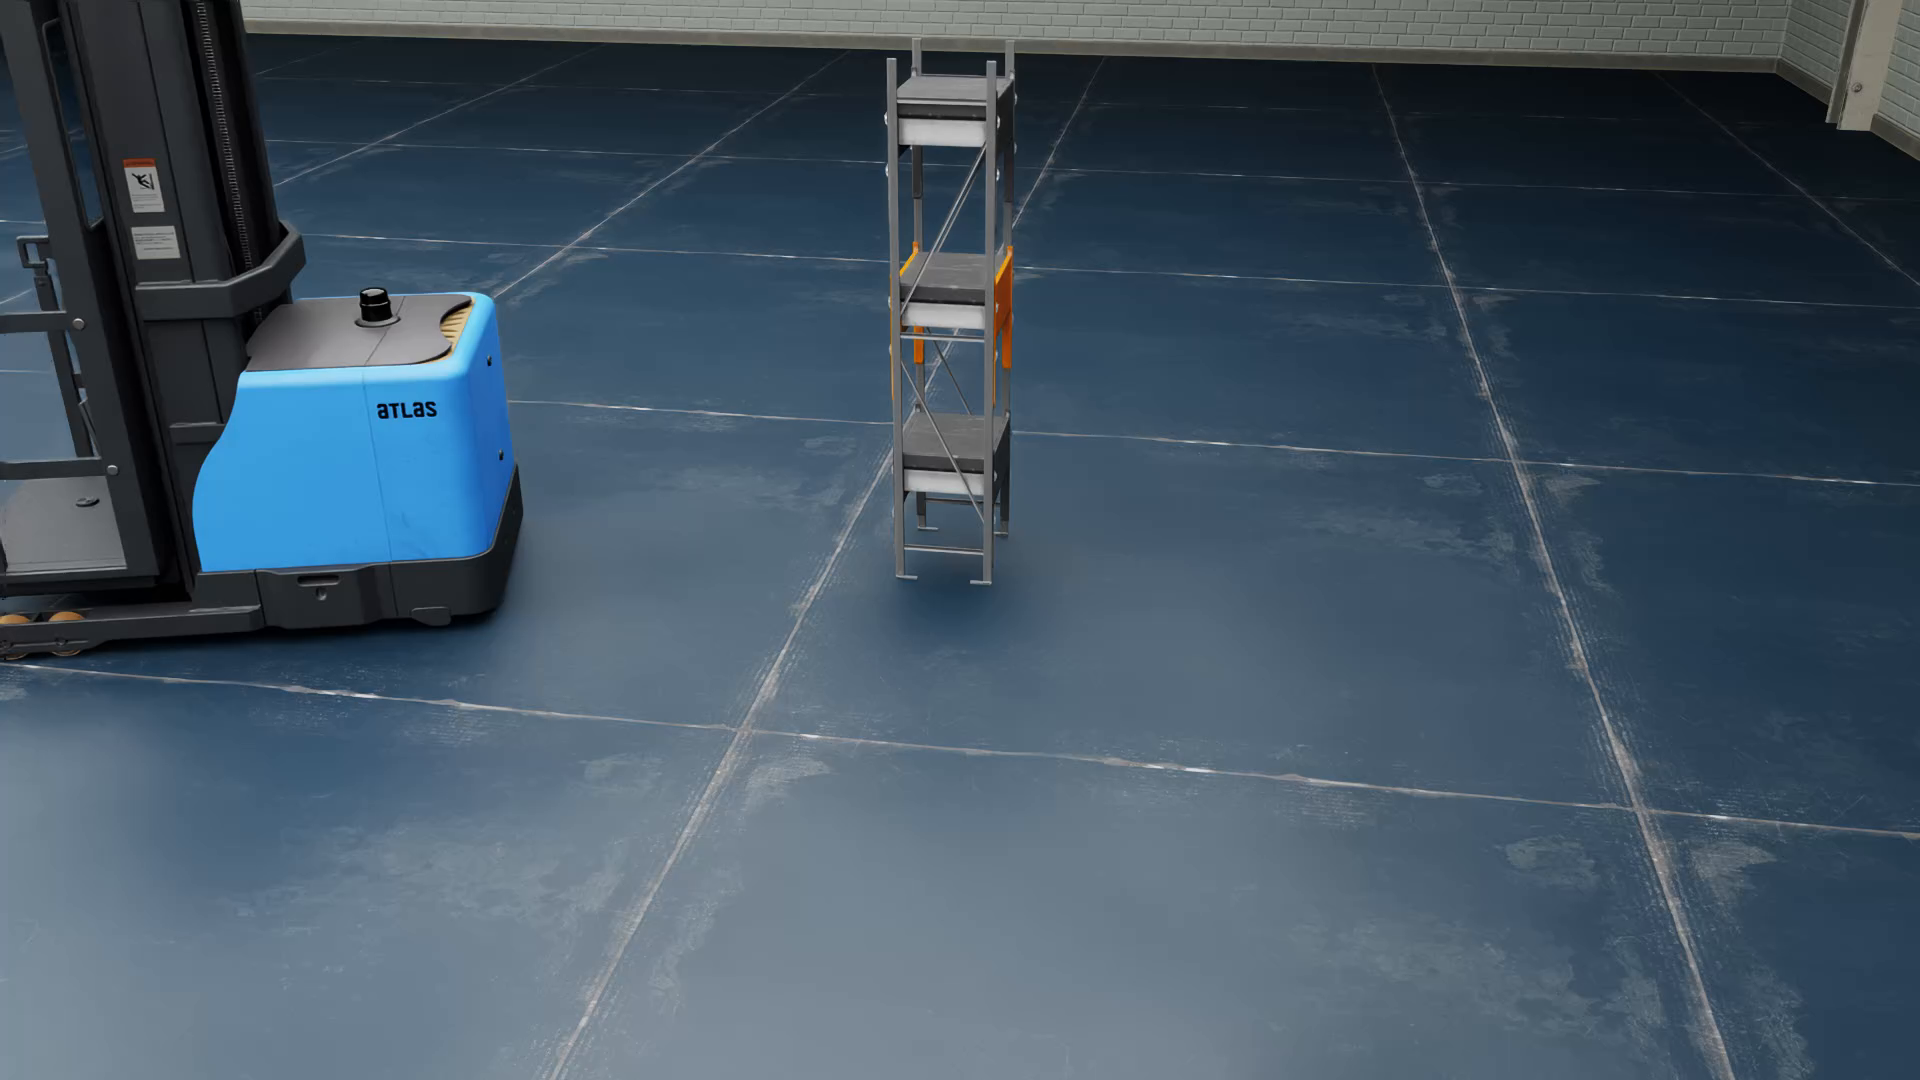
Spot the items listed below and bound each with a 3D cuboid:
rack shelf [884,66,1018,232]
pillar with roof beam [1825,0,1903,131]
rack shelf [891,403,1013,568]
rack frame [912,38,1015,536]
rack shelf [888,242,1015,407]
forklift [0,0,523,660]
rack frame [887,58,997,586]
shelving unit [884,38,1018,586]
[{"bbox_3d":[-0.027,-1.503,6.366,0.431,0.518,0.480,4,25,9],"label":"rack shelf"},{"bbox_3d":[4.035,-8.229,14.216,9.100,9.000,0.400,4,25,9],"label":"pillar with roof beam"},{"bbox_3d":[-0.027,-0.235,6.959,0.431,0.518,0.480,4,25,9],"label":"rack shelf"},{"bbox_3d":[0.013,-0.984,6.875,0.400,2.100,0.015,4,25,9],"label":"rack frame"},{"bbox_3d":[-0.027,-0.869,6.663,0.431,0.518,0.480,4,25,9],"label":"rack shelf"},{"bbox_3d":[-3.368,-1.114,6.173,3.031,2.935,1.130,-3,25,-7],"label":"forklift"},{"bbox_3d":[-0.067,-0.780,6.439,0.400,2.100,0.015,4,25,9],"label":"rack frame"},{"bbox_3d":[-0.027,-0.882,6.657,0.431,2.100,0.503,4,25,9],"label":"shelving unit"}]
